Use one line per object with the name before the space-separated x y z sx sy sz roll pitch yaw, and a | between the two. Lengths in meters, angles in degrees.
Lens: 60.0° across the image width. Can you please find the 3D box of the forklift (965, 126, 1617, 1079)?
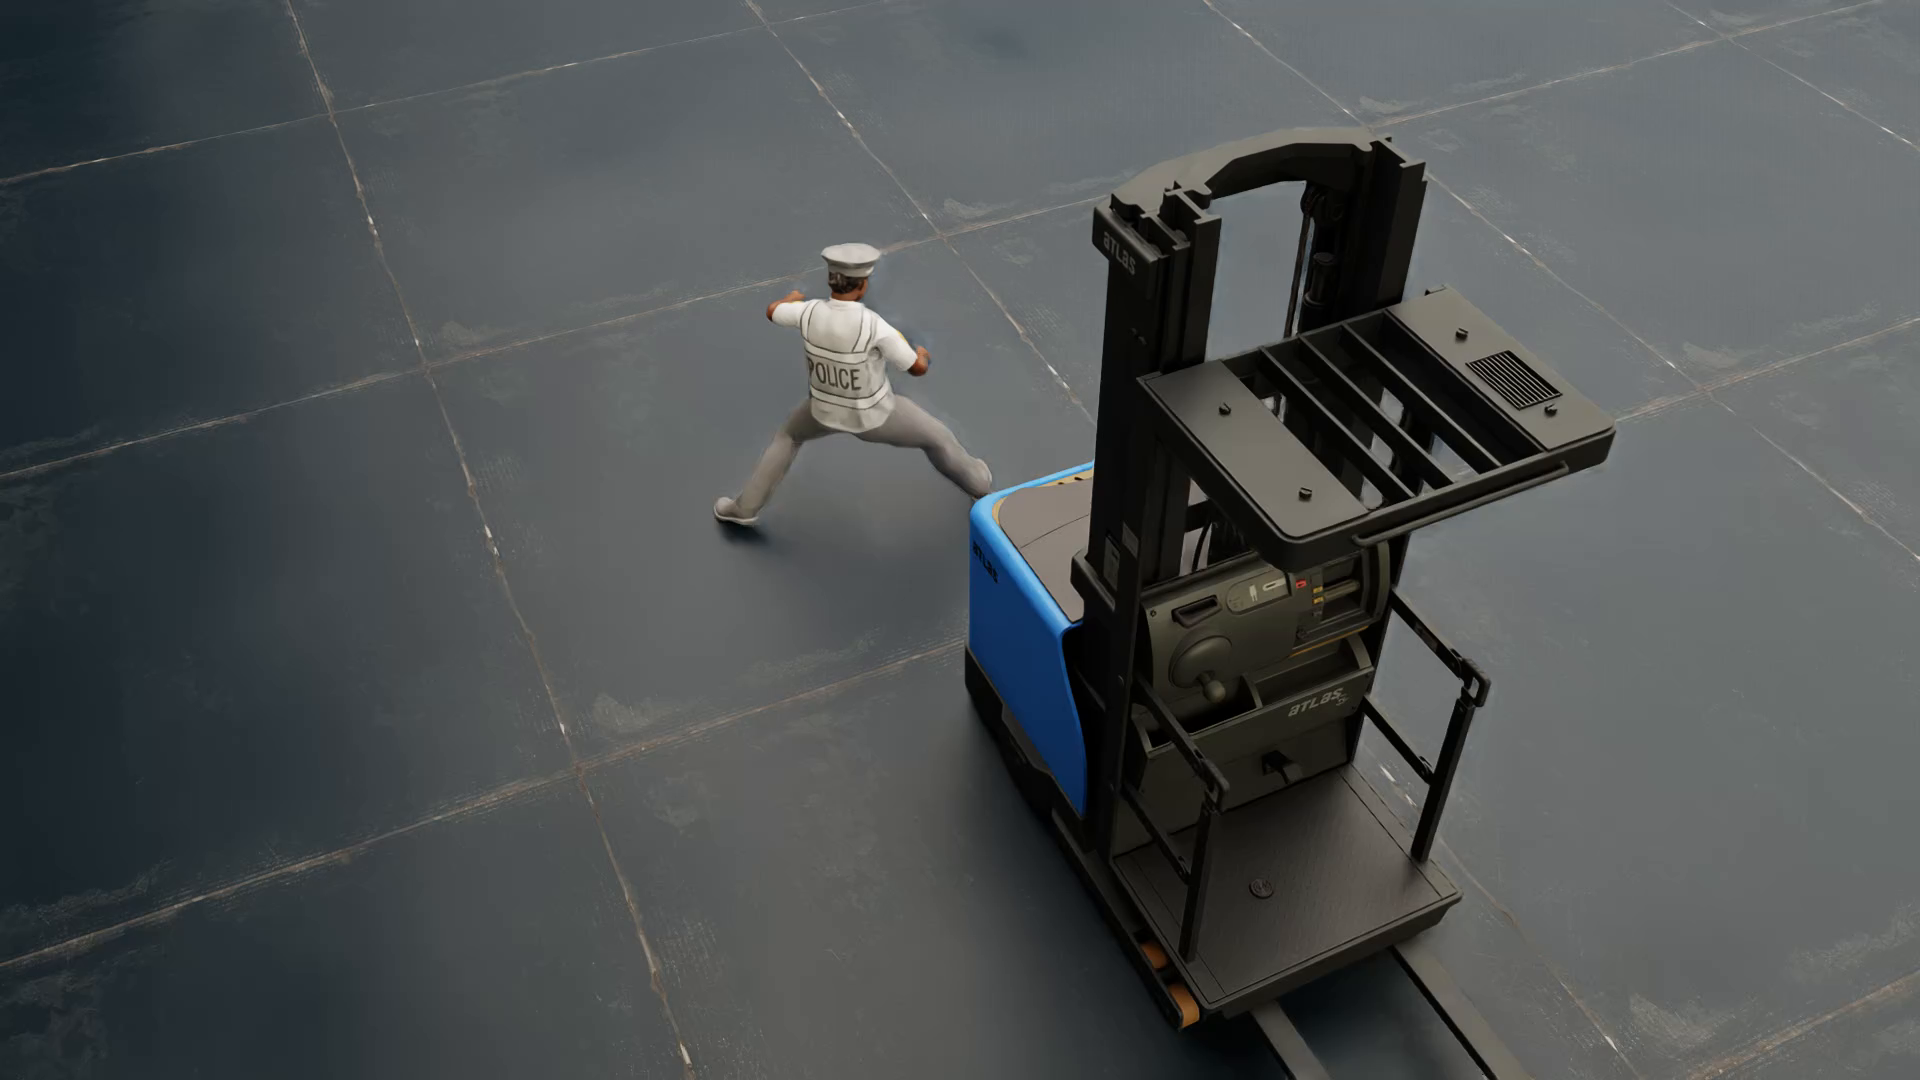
forklift | 1.114 0.324 5.333 1.130 2.935 3.031 -18 46 -18

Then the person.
person | -0.496 -0.724 7.540 1.204 1.459 0.888 15 45 15
